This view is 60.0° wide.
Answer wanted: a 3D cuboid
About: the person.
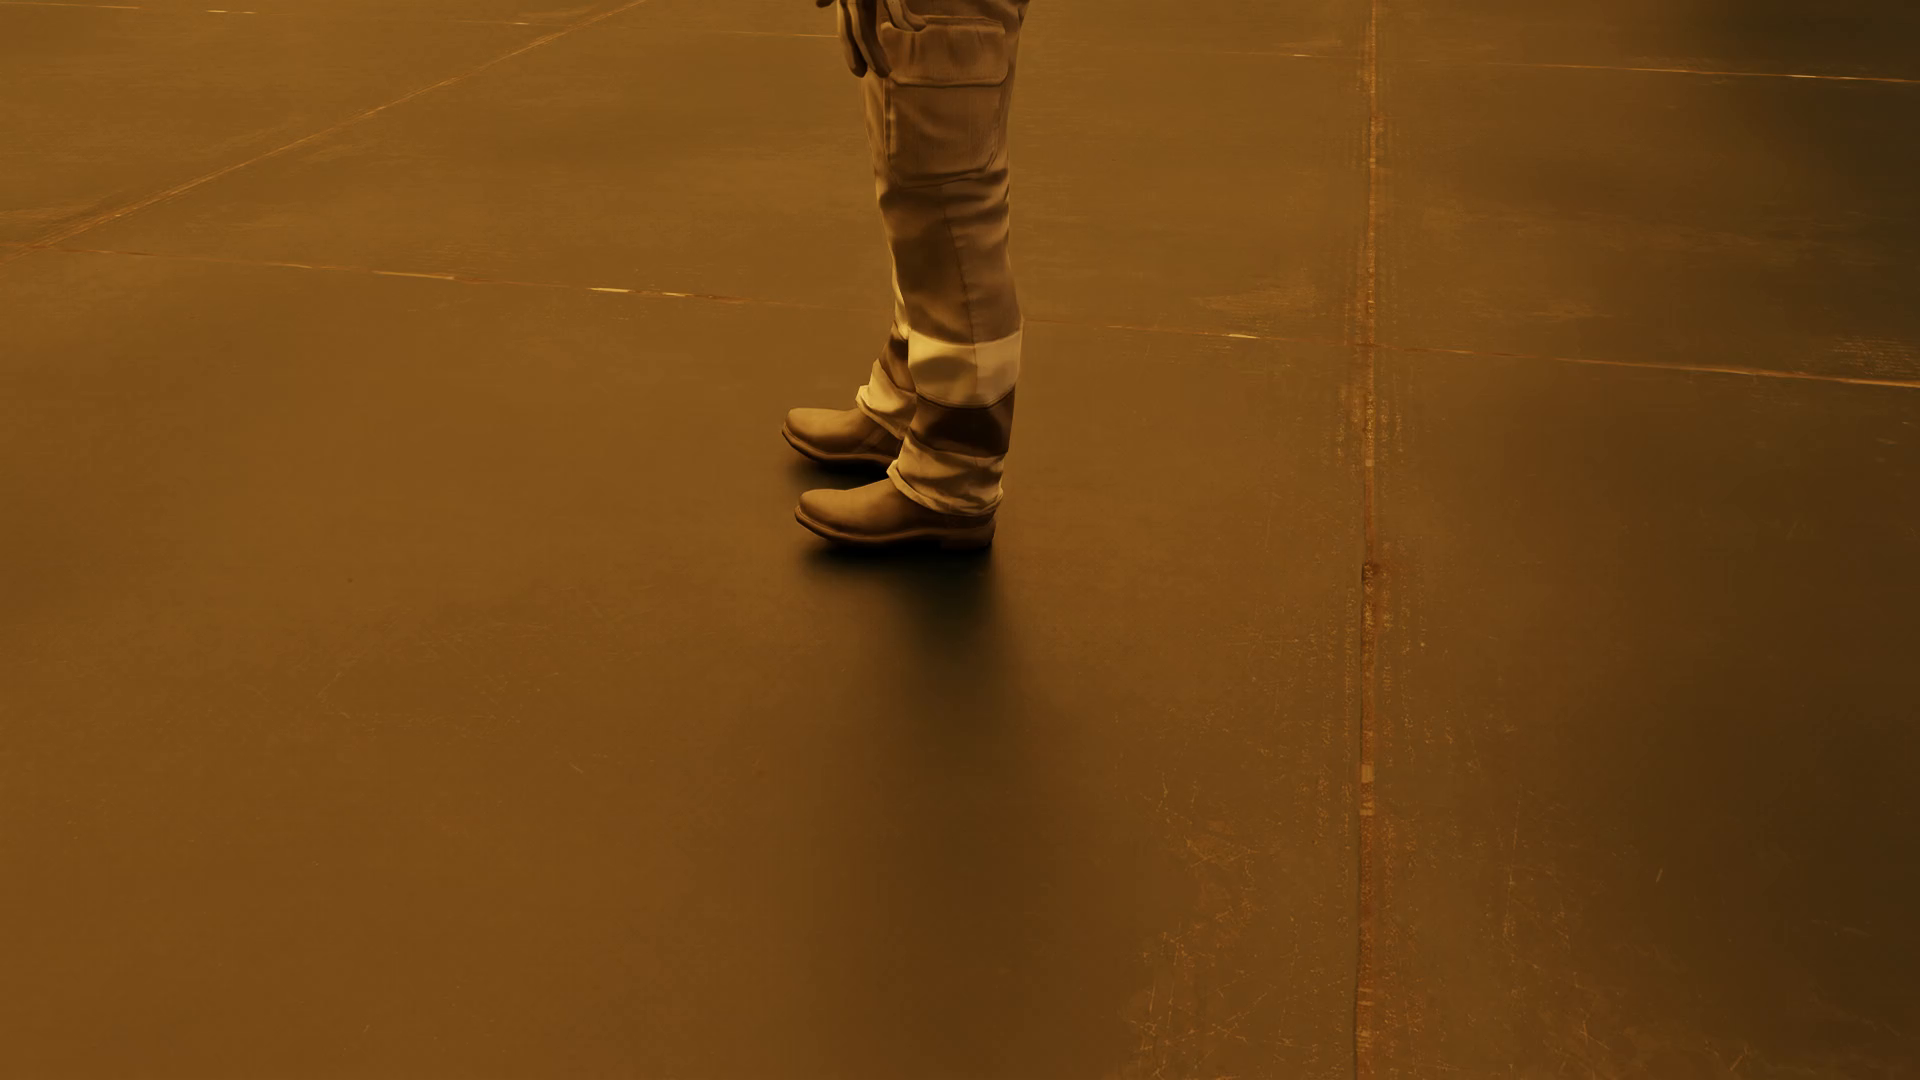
[{"bbox_3d":[-0.075,-0.818,2.120,0.564,1.787,0.638,6,27,11],"label":"person"}]
